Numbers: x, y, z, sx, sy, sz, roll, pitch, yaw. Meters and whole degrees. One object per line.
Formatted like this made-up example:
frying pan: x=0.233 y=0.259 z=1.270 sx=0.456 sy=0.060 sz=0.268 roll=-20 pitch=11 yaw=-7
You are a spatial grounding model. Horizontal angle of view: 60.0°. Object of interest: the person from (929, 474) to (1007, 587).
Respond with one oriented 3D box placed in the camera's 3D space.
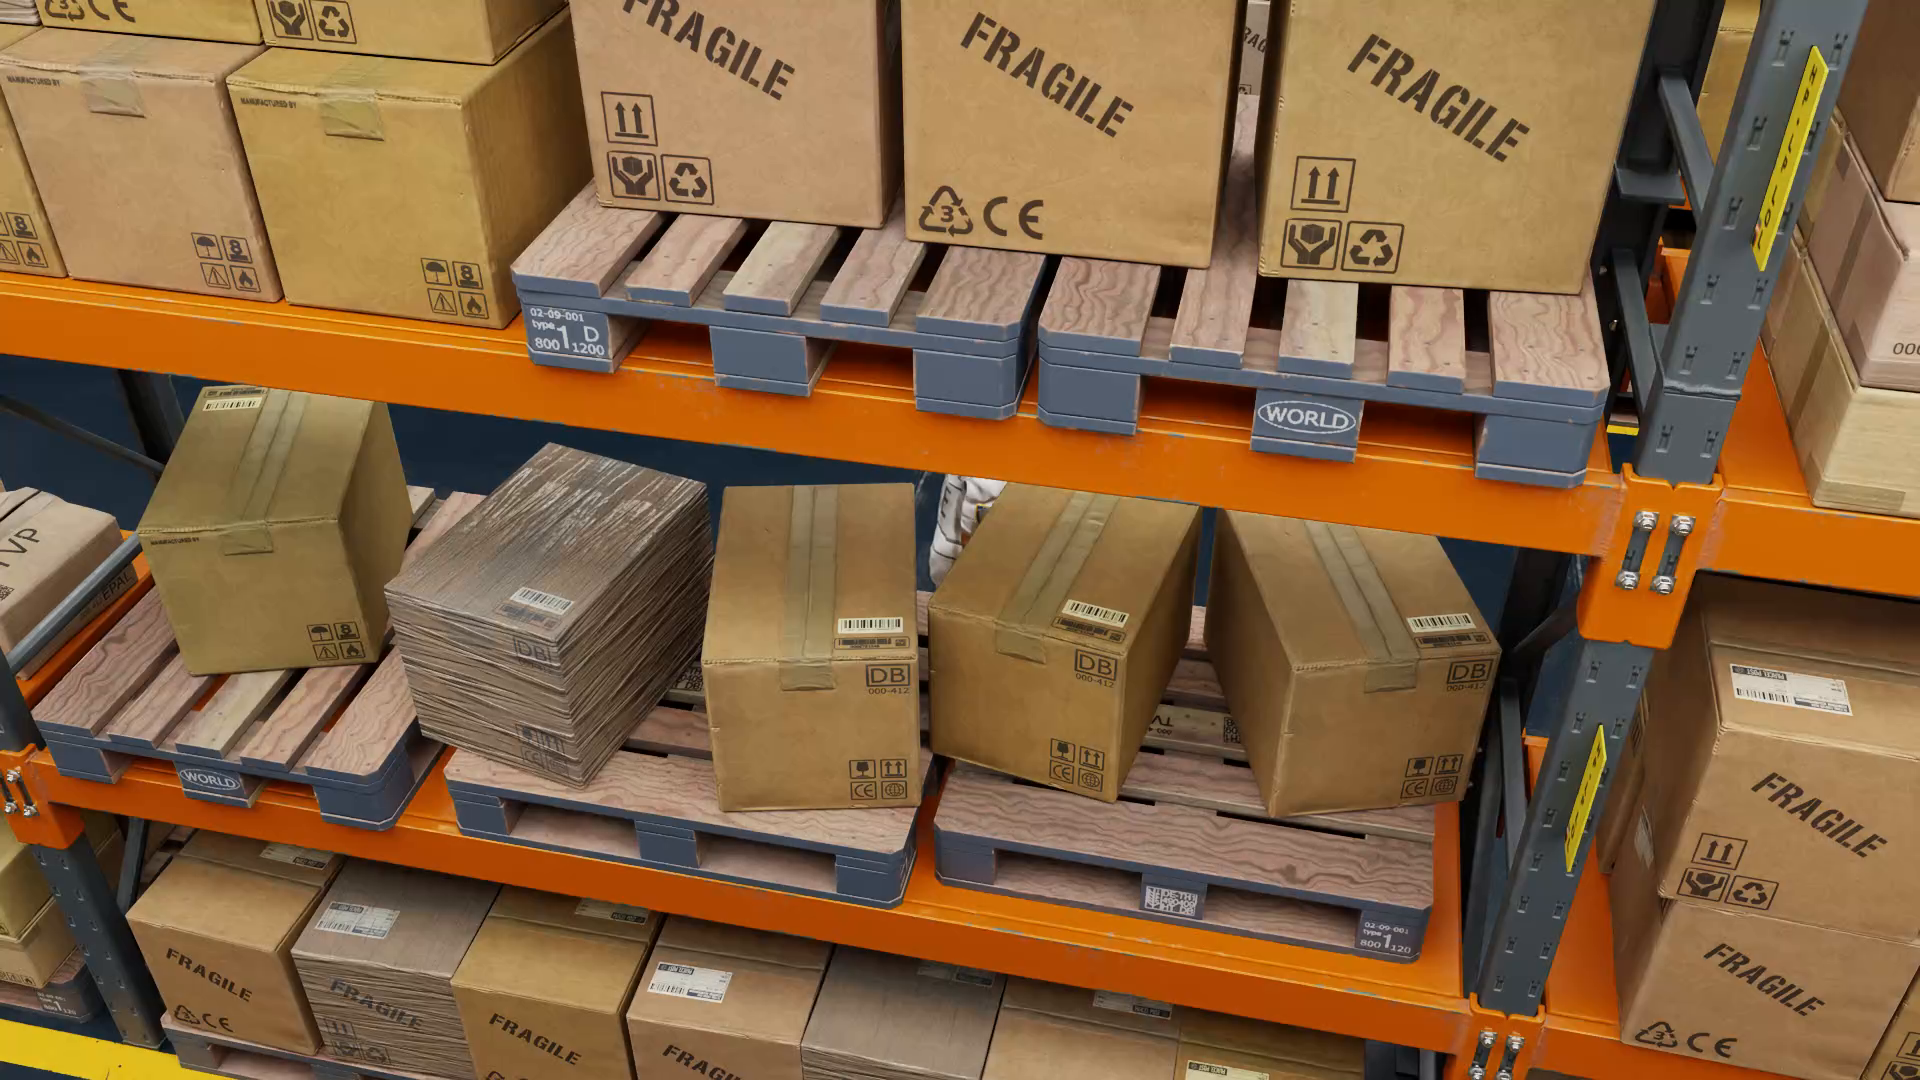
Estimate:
person: x=0.133 y=0.109 z=5.997 sx=0.463 sy=1.667 sz=0.563 roll=6 pitch=37 yaw=9
